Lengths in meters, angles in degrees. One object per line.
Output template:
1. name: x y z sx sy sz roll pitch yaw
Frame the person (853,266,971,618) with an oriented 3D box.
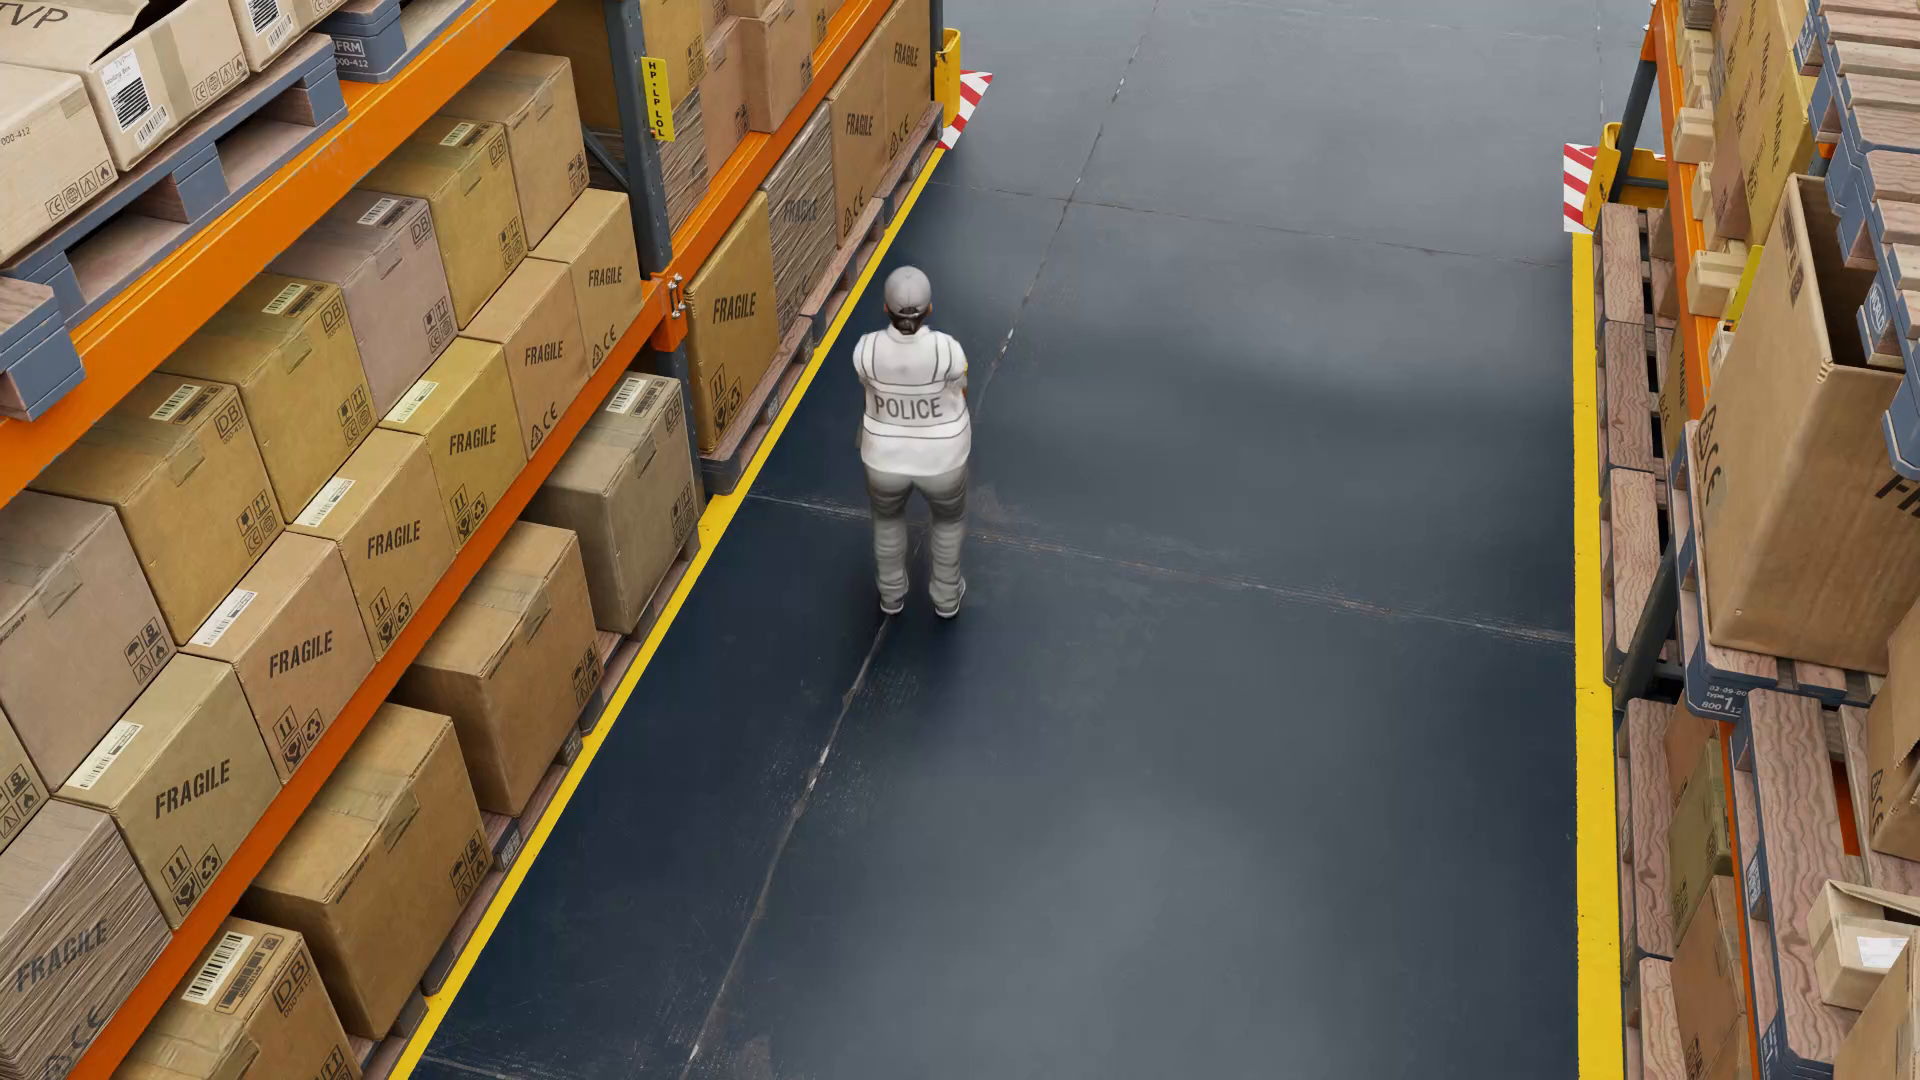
1. person: -0.179 -0.378 6.596 0.452 1.662 0.555 2 41 3
